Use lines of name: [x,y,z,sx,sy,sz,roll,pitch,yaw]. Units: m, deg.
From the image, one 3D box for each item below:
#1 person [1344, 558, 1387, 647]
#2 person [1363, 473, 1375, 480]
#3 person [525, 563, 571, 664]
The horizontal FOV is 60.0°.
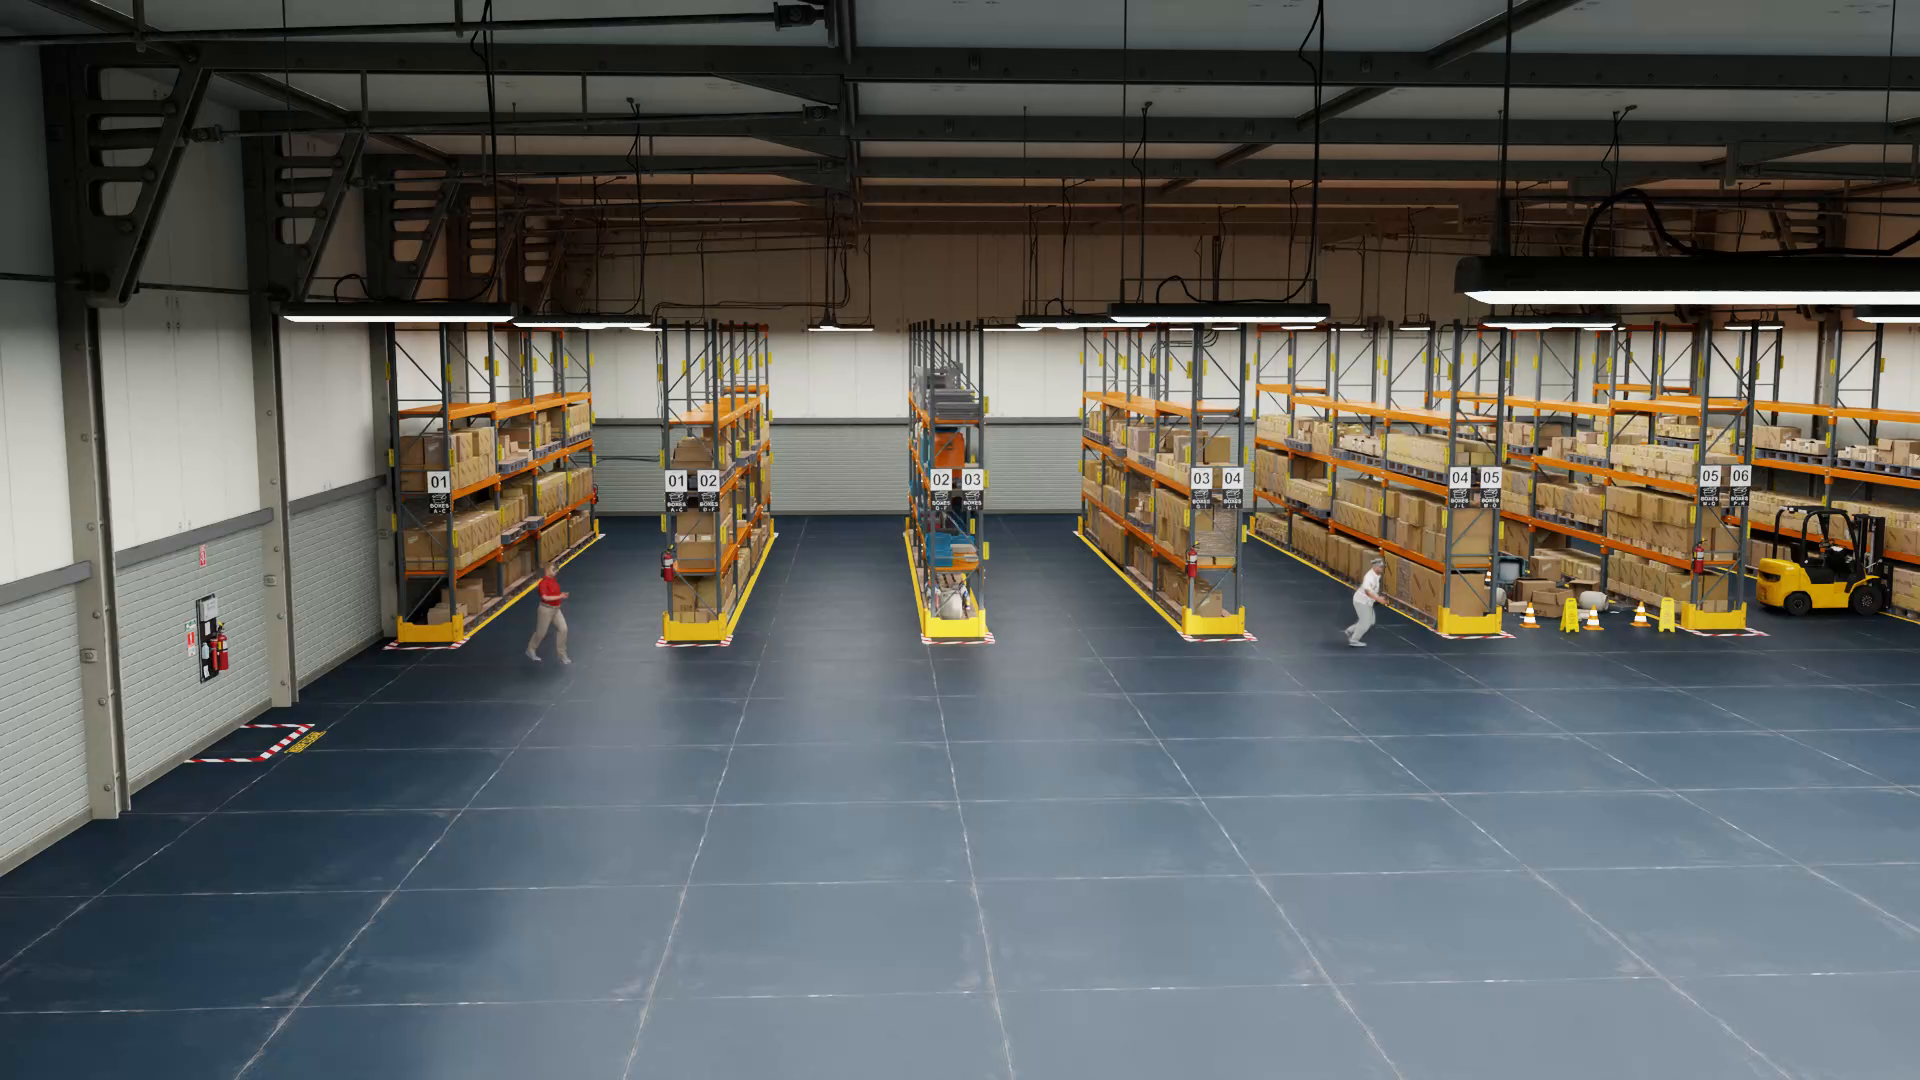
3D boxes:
person: [7.448,1.136,30.533,0.795,1.655,0.645,3,8,23]
person: [12.105,-1.271,49.543,0.761,1.792,0.685,-2,7,-15]
person: [-7.165,1.295,28.977,0.859,1.792,0.618,3,8,20]
